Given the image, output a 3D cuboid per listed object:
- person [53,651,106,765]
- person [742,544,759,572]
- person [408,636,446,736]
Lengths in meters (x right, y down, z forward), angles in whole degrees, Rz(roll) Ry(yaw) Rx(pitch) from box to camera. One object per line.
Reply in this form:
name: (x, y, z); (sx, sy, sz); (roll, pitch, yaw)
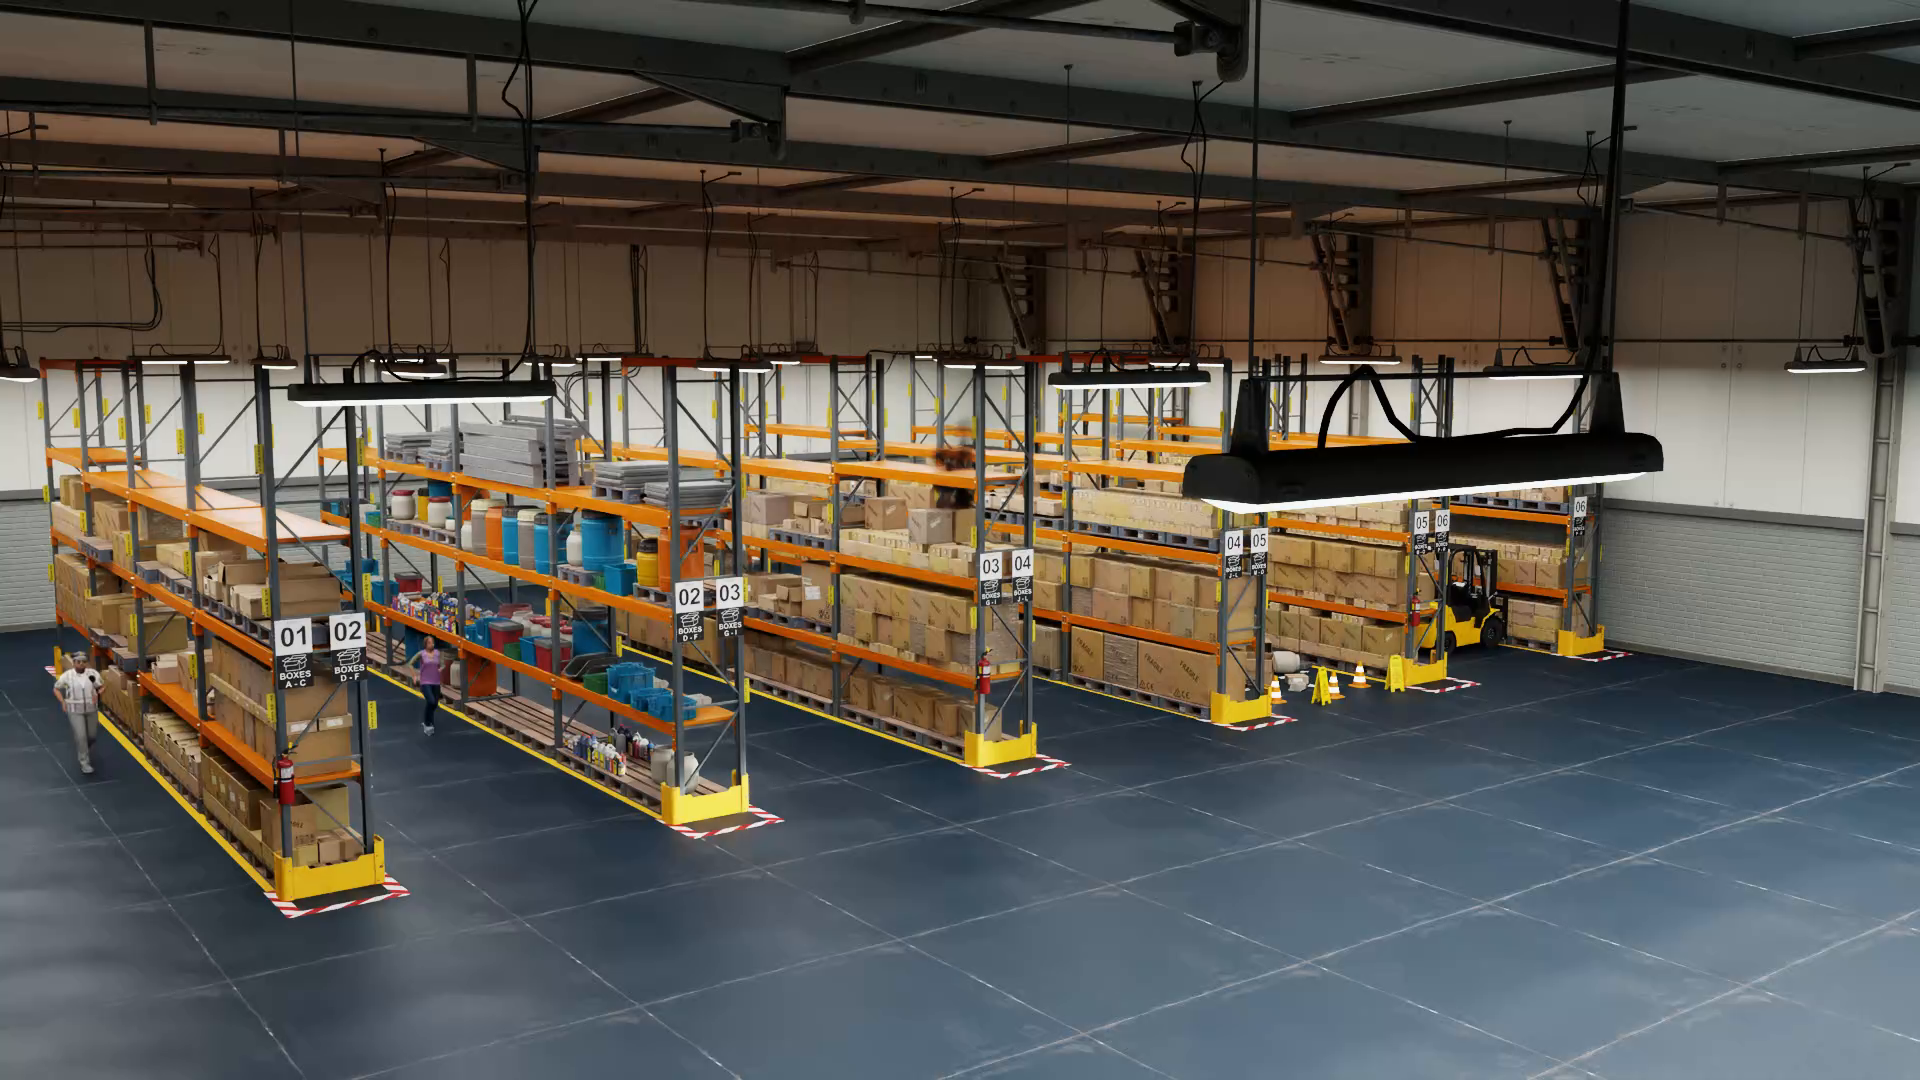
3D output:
person: (-12.955, 2.475, 24.556); (0.684, 1.701, 0.603); (-6, 9, -42)
person: (-5.279, 0.466, 41.680); (0.716, 1.714, 0.708); (-6, 9, -39)
person: (-8.508, 2.384, 26.709); (0.510, 1.512, 0.663); (-6, 9, -42)
